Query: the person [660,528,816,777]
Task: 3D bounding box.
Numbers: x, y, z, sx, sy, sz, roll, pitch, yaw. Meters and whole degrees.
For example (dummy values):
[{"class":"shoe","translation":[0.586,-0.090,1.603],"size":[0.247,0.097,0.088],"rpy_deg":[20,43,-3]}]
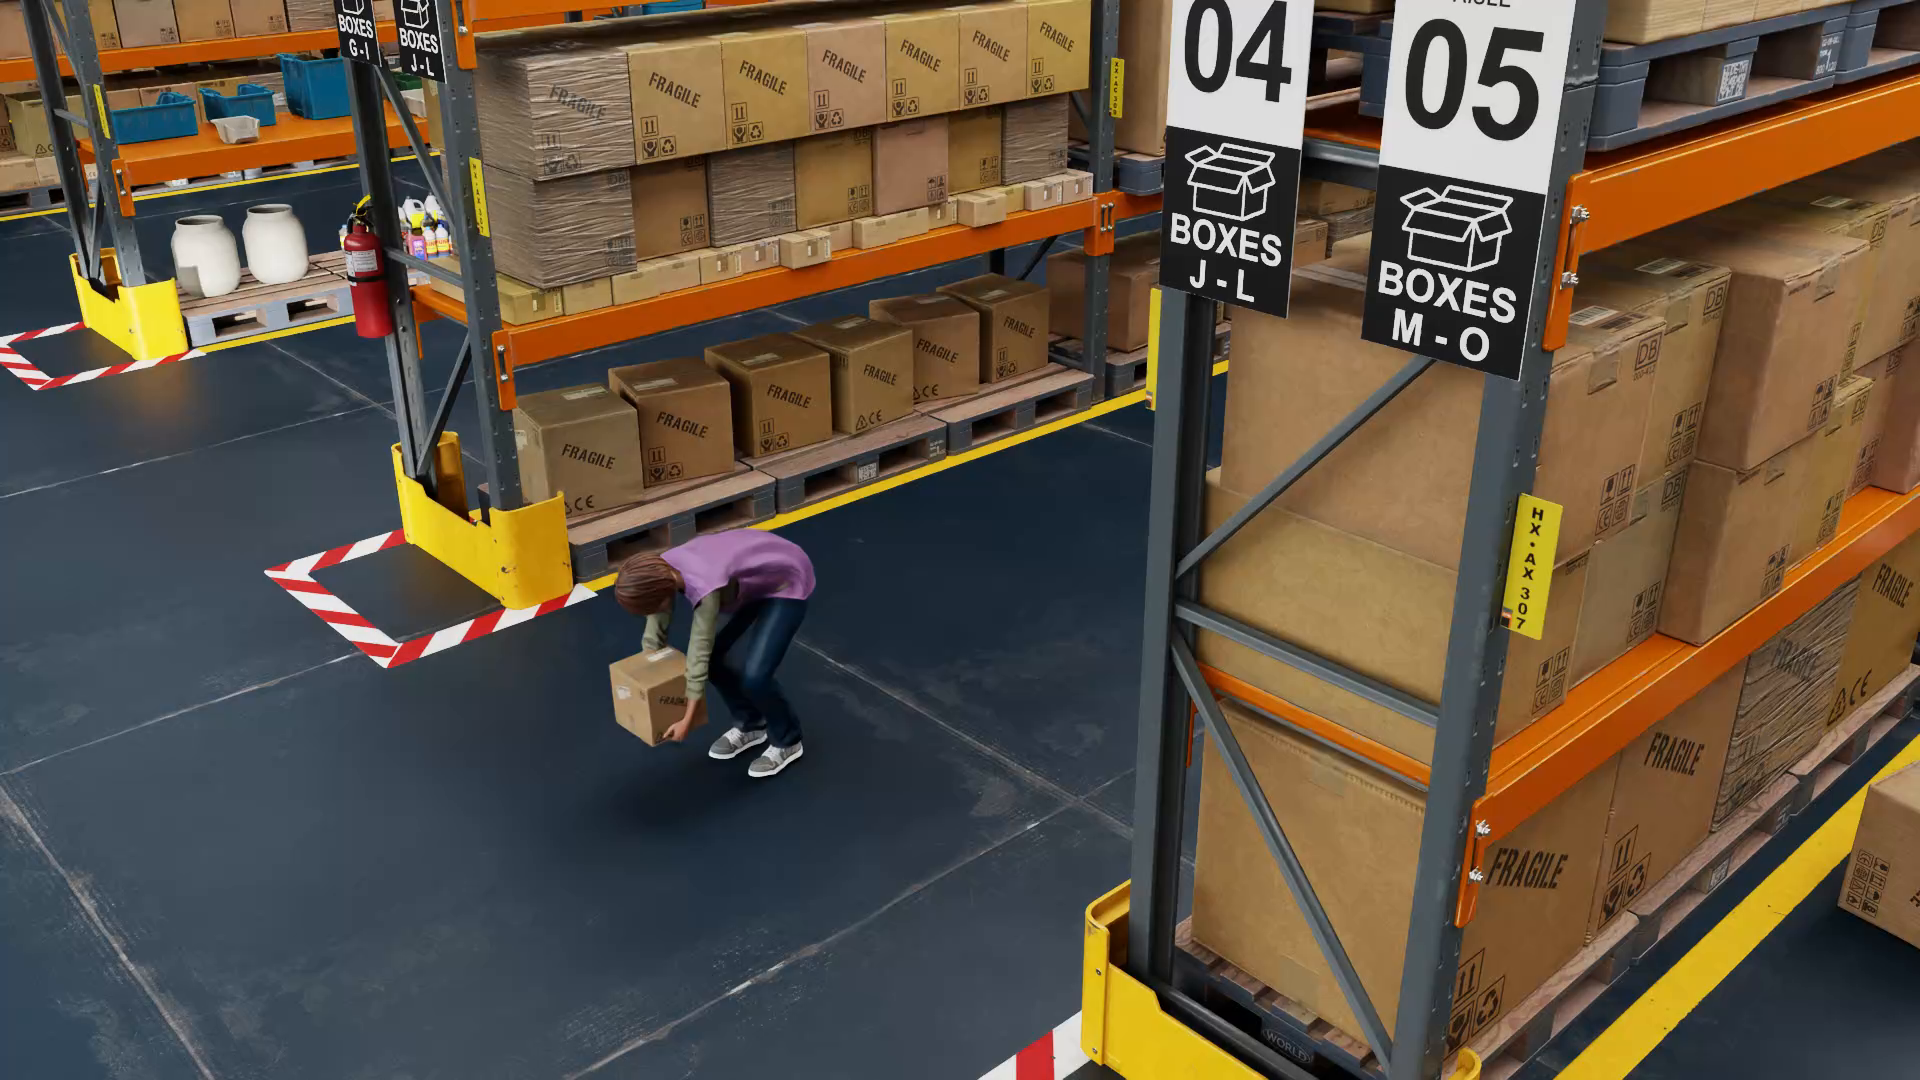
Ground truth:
[{"class":"person","translation":[-0.835,0.422,6.410],"size":[0.369,1.005,0.635],"rpy_deg":[22,33,39]}]
